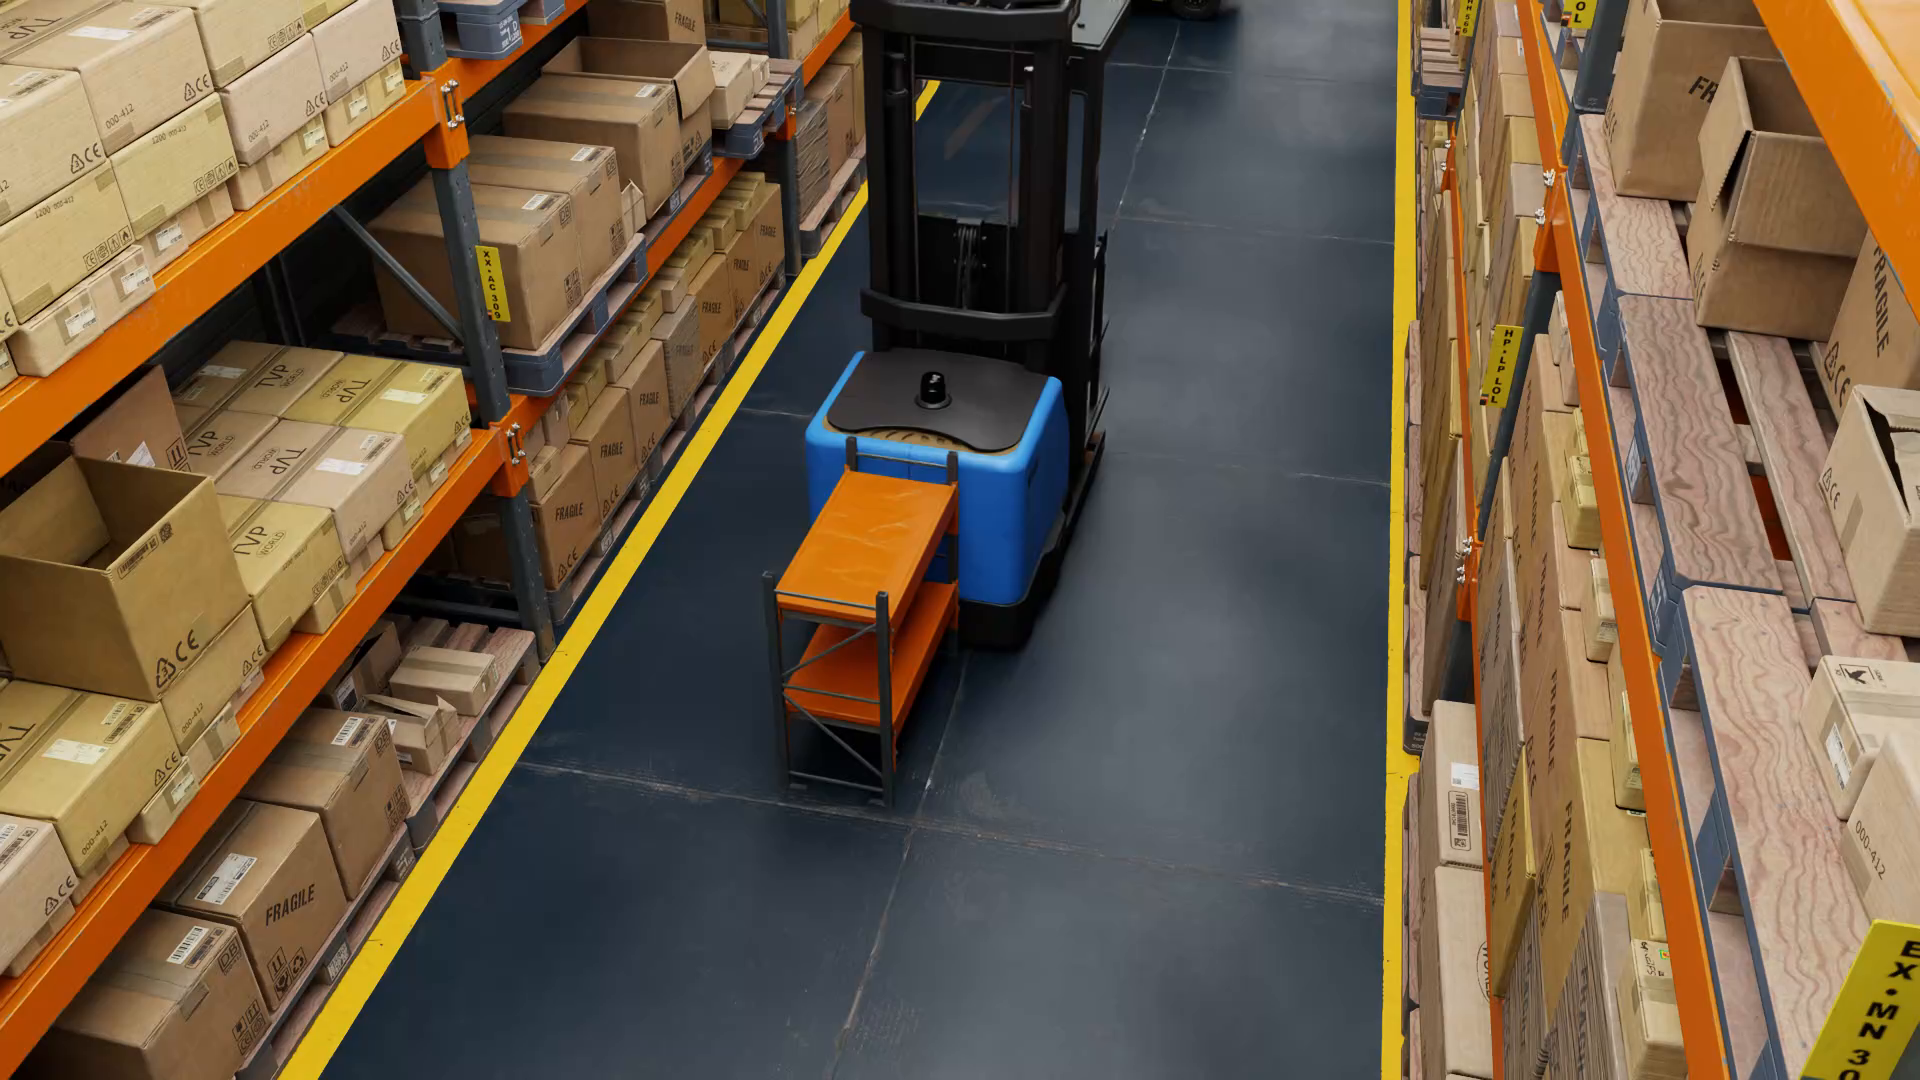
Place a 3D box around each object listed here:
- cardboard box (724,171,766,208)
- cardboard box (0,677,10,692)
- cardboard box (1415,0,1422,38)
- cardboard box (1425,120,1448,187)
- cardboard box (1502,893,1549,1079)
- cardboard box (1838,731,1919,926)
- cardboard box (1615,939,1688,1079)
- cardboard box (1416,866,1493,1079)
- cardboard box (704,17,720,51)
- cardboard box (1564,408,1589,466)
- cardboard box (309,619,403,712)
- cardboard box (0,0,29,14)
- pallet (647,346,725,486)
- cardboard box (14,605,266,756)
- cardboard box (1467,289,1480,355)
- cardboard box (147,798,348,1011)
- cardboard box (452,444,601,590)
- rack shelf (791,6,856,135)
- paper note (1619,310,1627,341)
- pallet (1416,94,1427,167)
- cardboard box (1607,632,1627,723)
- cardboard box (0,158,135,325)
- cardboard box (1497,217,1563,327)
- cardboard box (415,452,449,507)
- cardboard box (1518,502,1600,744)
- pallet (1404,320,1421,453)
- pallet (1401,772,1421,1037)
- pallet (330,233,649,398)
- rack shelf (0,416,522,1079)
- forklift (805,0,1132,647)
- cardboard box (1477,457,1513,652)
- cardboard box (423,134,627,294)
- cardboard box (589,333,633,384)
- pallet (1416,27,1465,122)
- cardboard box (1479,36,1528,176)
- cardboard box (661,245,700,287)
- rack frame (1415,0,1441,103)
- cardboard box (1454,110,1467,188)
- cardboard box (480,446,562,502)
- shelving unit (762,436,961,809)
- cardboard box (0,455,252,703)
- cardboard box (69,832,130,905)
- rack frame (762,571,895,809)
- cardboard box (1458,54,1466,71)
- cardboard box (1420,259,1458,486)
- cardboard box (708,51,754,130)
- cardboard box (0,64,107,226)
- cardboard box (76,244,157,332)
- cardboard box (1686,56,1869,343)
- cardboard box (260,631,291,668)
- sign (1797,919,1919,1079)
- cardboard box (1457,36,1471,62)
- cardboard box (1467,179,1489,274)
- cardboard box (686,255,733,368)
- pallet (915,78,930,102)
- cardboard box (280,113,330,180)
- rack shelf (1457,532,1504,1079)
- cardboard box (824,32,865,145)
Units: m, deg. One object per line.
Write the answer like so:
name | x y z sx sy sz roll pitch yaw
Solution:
cardboard box | -1.401 -2.132 10.126 0.380 0.149 0.250 6 36 8
cardboard box | -3.191 0.624 4.977 0.500 0.250 0.500 8 37 11
cardboard box | 4.129 -4.436 14.070 0.500 0.250 0.500 6 36 9
cardboard box | 3.754 -2.694 11.562 0.950 0.372 0.625 8 37 12
cardboard box | 1.664 1.248 4.158 0.500 0.500 0.500 8 37 11
cardboard box | 1.606 0.546 2.339 0.500 0.250 0.500 4 36 6
cardboard box | 1.482 0.934 3.186 0.380 0.149 0.250 7 37 10
cardboard box | 2.023 1.614 5.563 0.875 0.438 0.875 6 36 9
cardboard box | -1.697 -3.256 10.584 0.500 0.250 0.500 7 36 9
cardboard box | 1.966 -0.237 4.802 0.380 0.149 0.250 7 37 10
cardboard box | -2.770 0.534 7.160 0.500 0.311 0.500 9 37 12
cardboard box | -2.985 -1.372 4.749 0.500 0.250 0.500 7 37 9
pallet | -2.002 -0.777 9.412 1.003 0.211 1.213 7 37 10
cardboard box | -2.591 0.398 5.290 0.500 0.250 0.500 6 36 9
cardboard box | 2.538 -0.920 7.362 0.500 0.250 0.500 6 36 9
cardboard box | -2.598 1.287 5.960 0.500 0.500 0.500 8 37 11
cardboard box | -2.075 -0.141 7.930 0.500 0.500 0.500 9 37 12
rack shelf | -1.116 -3.882 11.933 1.077 0.370 4.000 7 37 10
paper note | 1.478 -0.484 3.714 0.006 0.032 0.123 7 37 10
pallet | 3.996 -3.124 12.651 1.003 0.211 1.213 7 37 10
cardboard box | 1.772 0.354 3.985 0.380 0.149 0.250 8 37 11
cardboard box | -2.593 -0.820 4.414 0.500 0.250 0.500 7 36 9
cardboard box | 2.302 -0.846 6.195 0.500 0.500 0.500 8 37 11
cardboard box | -2.254 -0.265 6.544 0.380 0.149 0.250 8 37 11
cardboard box | 1.879 0.265 4.661 0.500 0.500 0.500 8 37 11
pallet | 3.065 -0.835 9.492 1.003 0.211 1.213 7 37 10
pallet | 2.213 1.442 6.351 1.003 0.211 1.213 7 37 10
pallet | -2.120 -1.100 7.646 1.003 0.211 1.213 7 37 10
rack shelf | -2.825 0.704 5.605 1.077 0.370 4.000 7 37 10
forklift | 0.170 -1.556 8.169 1.130 2.935 3.031 9 37 12
cardboard box | 2.096 0.082 5.765 0.500 0.500 0.500 8 37 11
cardboard box | -1.965 -1.490 7.577 0.700 0.500 0.500 8 37 10
cardboard box | -1.899 -0.941 8.482 0.380 0.149 0.250 7 37 10
pallet | 3.355 -2.751 9.923 1.213 0.211 1.003 7 37 10
cardboard box | 2.740 -2.020 7.814 0.500 0.500 0.500 8 37 11
cardboard box | -1.682 -1.538 9.305 0.380 0.149 0.250 7 36 9
rack frame | 4.161 -4.700 12.449 1.000 3.000 0.127 7 37 10
cardboard box | 2.956 -2.097 8.985 0.500 0.250 0.500 7 36 9
cardboard box | -2.061 -0.326 7.634 0.380 0.149 0.250 9 37 12
shelving unit | -0.385 0.336 7.099 0.538 1.125 1.048 9 37 12
cardboard box | -2.572 0.110 5.048 0.500 0.500 0.500 8 37 11
cardboard box | -2.718 0.911 4.922 0.380 0.149 0.250 8 37 11
rack frame | -0.518 0.624 6.701 0.500 1.125 0.032 9 37 12
cardboard box | 3.133 -2.855 9.760 0.380 0.149 0.250 8 37 11
cardboard box | 2.883 -0.820 8.548 0.875 0.875 0.875 8 37 11
cardboard box | -1.452 -2.491 9.170 0.500 0.250 0.500 6 36 8
cardboard box | -2.592 -1.012 4.253 0.500 0.250 0.500 8 37 11
cardboard box | -2.486 -0.717 4.611 0.380 0.149 0.250 8 37 11
cardboard box | 2.196 -0.803 3.985 0.797 0.503 0.637 10 37 14
cardboard box | -2.559 0.318 5.740 0.380 0.149 0.250 8 37 11
sign | 1.071 0.563 1.945 0.100 0.325 0.005 7 37 10
cardboard box | 3.132 -3.033 9.453 0.500 0.500 0.500 6 36 9
cardboard box | 2.606 -1.419 7.624 0.500 0.250 0.500 8 37 11
cardboard box | -1.650 -1.329 9.570 0.500 0.500 0.500 9 37 12
pallet | -0.808 -3.764 13.533 1.003 0.211 1.213 7 37 10
cardboard box | -2.307 -1.310 5.430 0.380 0.149 0.250 8 37 12
rack shelf | 2.025 1.324 4.750 1.077 0.370 4.000 7 37 10
cardboard box | -1.121 -3.353 12.256 0.875 0.625 0.625 6 36 8
